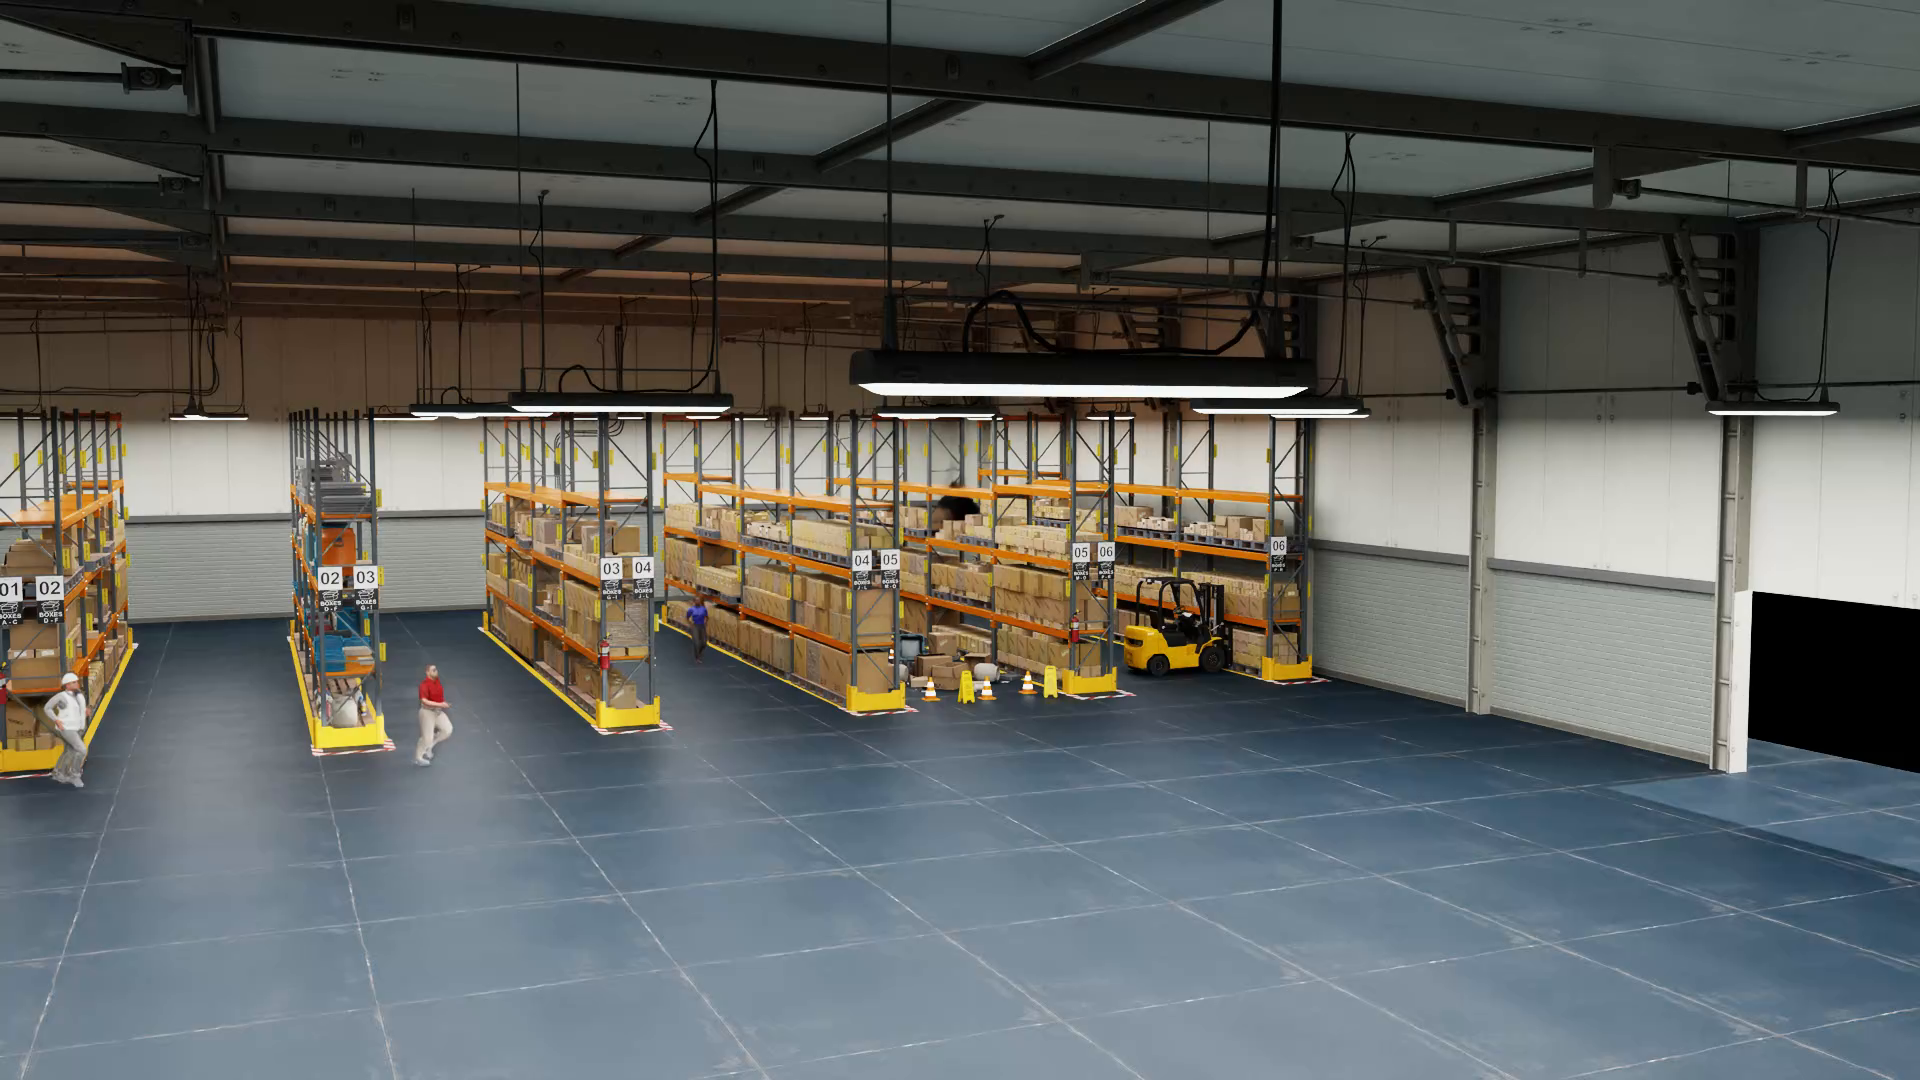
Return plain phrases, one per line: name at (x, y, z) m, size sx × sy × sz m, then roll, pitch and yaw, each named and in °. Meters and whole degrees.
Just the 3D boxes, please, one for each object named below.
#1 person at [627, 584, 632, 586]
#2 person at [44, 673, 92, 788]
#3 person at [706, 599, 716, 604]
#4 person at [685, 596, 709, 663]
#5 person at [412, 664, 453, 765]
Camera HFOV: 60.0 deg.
person at (-9.449, 1.577, 46.831) m, size 0.755 × 1.709 × 1.001 m, roll -2°, pitch 4°, yaw -24°
person at (-14.031, 3.003, 26.223) m, size 0.732 × 1.815 × 0.645 m, roll 1°, pitch 4°, yaw 7°
person at (-7.384, 1.464, 49.289) m, size 0.741 × 1.655 × 0.599 m, roll 3°, pitch 5°, yaw 35°
person at (-6.259, 2.137, 39.740) m, size 0.573 × 1.604 × 0.528 m, roll -2°, pitch 4°, yaw -22°
person at (-8.832, 2.920, 27.936) m, size 0.749 × 1.682 × 0.692 m, roll 1°, pitch 4°, yaw 15°
